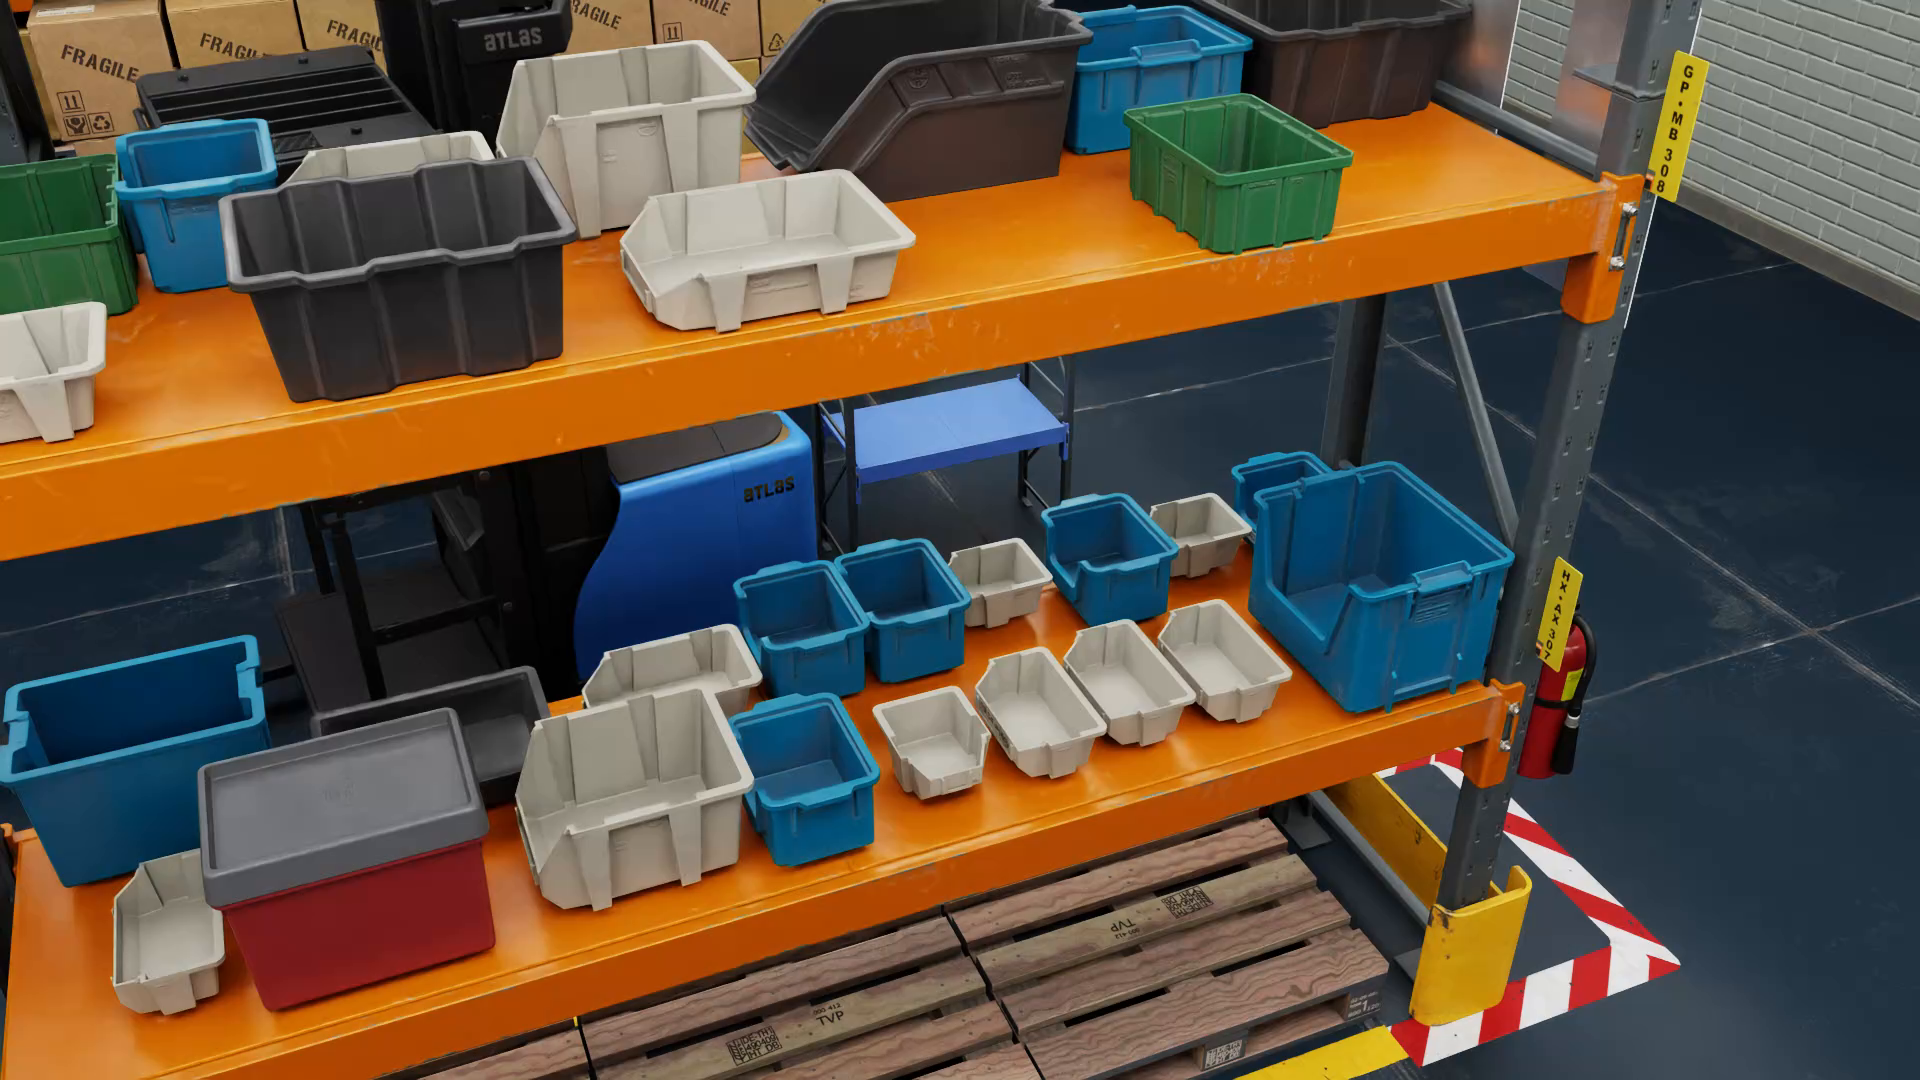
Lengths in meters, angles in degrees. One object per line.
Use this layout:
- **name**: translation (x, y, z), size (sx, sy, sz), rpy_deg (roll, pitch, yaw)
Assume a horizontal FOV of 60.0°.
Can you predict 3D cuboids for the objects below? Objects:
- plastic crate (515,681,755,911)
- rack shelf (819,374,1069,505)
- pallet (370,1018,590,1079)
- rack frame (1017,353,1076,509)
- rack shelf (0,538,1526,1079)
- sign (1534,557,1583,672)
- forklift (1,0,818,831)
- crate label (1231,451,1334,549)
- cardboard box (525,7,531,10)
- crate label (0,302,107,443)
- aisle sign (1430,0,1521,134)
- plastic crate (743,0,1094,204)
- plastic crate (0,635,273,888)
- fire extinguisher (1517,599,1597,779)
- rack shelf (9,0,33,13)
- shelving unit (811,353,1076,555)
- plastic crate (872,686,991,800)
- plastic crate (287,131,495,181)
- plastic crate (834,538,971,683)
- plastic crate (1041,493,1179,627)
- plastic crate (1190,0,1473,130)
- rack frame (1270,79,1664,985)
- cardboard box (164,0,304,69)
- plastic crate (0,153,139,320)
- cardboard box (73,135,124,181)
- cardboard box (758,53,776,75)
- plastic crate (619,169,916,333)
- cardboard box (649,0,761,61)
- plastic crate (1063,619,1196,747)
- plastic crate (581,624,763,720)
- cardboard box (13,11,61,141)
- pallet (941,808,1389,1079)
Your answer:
- **plastic crate**: translation (-0.806, 0.639, 4.071), size (0.530, 0.282, 0.437), rpy_deg (-13, 35, -19)
- **rack shelf**: translation (-0.079, -0.460, 7.411), size (1.000, 0.185, 0.538), rpy_deg (-13, 35, -19)
- **pallet**: translation (-1.622, 1.838, 4.731), size (1.213, 0.211, 1.003), rpy_deg (-13, 35, -19)
- **rack frame**: translation (0.390, -0.718, 7.478), size (0.032, 1.500, 0.500), rpy_deg (-13, 35, -19)
- **rack shelf**: translation (-0.441, 0.724, 4.547), size (4.000, 0.370, 1.077), rpy_deg (-13, 35, -19)
- **sign**: translation (1.631, 0.205, 4.536), size (0.005, 0.325, 0.100), rpy_deg (-13, 35, -19)
- **forklift**: translation (-2.098, -0.552, 5.911), size (3.031, 2.935, 1.130), rpy_deg (-17, 37, -24)
- **crate label**: translation (1.048, -0.069, 5.204), size (0.303, 0.233, 0.416), rpy_deg (-13, 35, -19)
- **cardboard box**: translation (-2.230, -2.393, 7.669), size (0.500, 0.500, 0.500), rpy_deg (-12, 35, -17)
- **crate label**: translation (-1.722, -0.260, 2.891), size (0.466, 0.136, 0.293), rpy_deg (-13, 35, -19)
- **aisle sign**: translation (1.355, -1.254, 4.544), size (0.004, 0.787, 0.394), rpy_deg (-13, 35, -19)
- **plastic crate**: translation (-0.112, -1.047, 3.915), size (0.767, 0.338, 0.504), rpy_deg (-13, 35, -19)
- **plastic crate**: translation (-1.987, 0.556, 4.105), size (0.575, 0.384, 0.392), rpy_deg (-13, 35, -19)
- **fire extinguisher**: translation (1.718, 0.385, 4.820), size (0.183, 0.674, 0.296), rpy_deg (-13, 35, -19)
- **rack shelf**: translation (-7.964, -3.414, 10.906), size (4.000, 0.370, 1.077), rpy_deg (-13, 35, -19)
- **shelving unit**: translation (-0.079, -0.611, 7.313), size (1.048, 1.500, 0.538), rpy_deg (-13, 35, -19)
- **plastic crate**: translation (-0.065, 0.545, 4.348), size (0.250, 0.136, 0.298), rpy_deg (-13, 35, -19)
- **plastic crate**: translation (-1.260, -0.762, 3.663), size (0.466, 0.136, 0.293), rpy_deg (-13, 35, -19)
- **plastic crate**: translation (-0.166, 0.209, 4.776), size (0.300, 0.233, 0.416), rpy_deg (-13, 35, -19)
- **plastic crate**: translation (0.441, 0.070, 4.990), size (0.300, 0.233, 0.416), rpy_deg (-13, 35, -19)
- **plastic crate**: translation (0.940, -1.262, 4.308), size (0.590, 0.269, 0.497), rpy_deg (-13, 35, -19)
- **rack frame**: translation (1.403, 0.000, 5.000), size (0.127, 3.000, 1.000), rpy_deg (-13, 35, -19)
- **cardboard box**: translation (-3.180, -2.175, 7.335), size (0.500, 0.500, 0.500), rpy_deg (-14, 36, -20)
- **plastic crate**: translation (-2.011, -0.566, 3.313), size (0.662, 0.188, 0.450), rpy_deg (-13, 35, -19)
- **cardboard box**: translation (-3.624, -1.660, 7.459), size (0.500, 0.500, 0.500), rpy_deg (-12, 35, -18)
- **cardboard box**: translation (-0.819, -2.302, 8.446), size (0.500, 0.500, 0.500), rpy_deg (-12, 35, -17)
- **plastic crate**: translation (-0.406, -0.586, 3.391), size (0.530, 0.136, 0.437), rpy_deg (-13, 35, -19)
- **cardboard box**: translation (-1.280, -2.613, 8.008), size (0.500, 0.500, 0.500), rpy_deg (-12, 35, -18)
- **plastic crate**: translation (0.449, 0.402, 4.568), size (0.243, 0.136, 0.396), rpy_deg (-13, 35, -19)
- **plastic crate**: translation (-0.796, 0.411, 4.555), size (0.466, 0.136, 0.293), rpy_deg (-13, 35, -19)
- **cardboard box**: translation (-6.669, -3.210, 11.519), size (0.750, 0.750, 0.750), rpy_deg (-12, 35, -18)
- **pallet**: translation (0.628, 1.323, 5.523), size (1.213, 0.211, 1.003), rpy_deg (-13, 35, -19)
